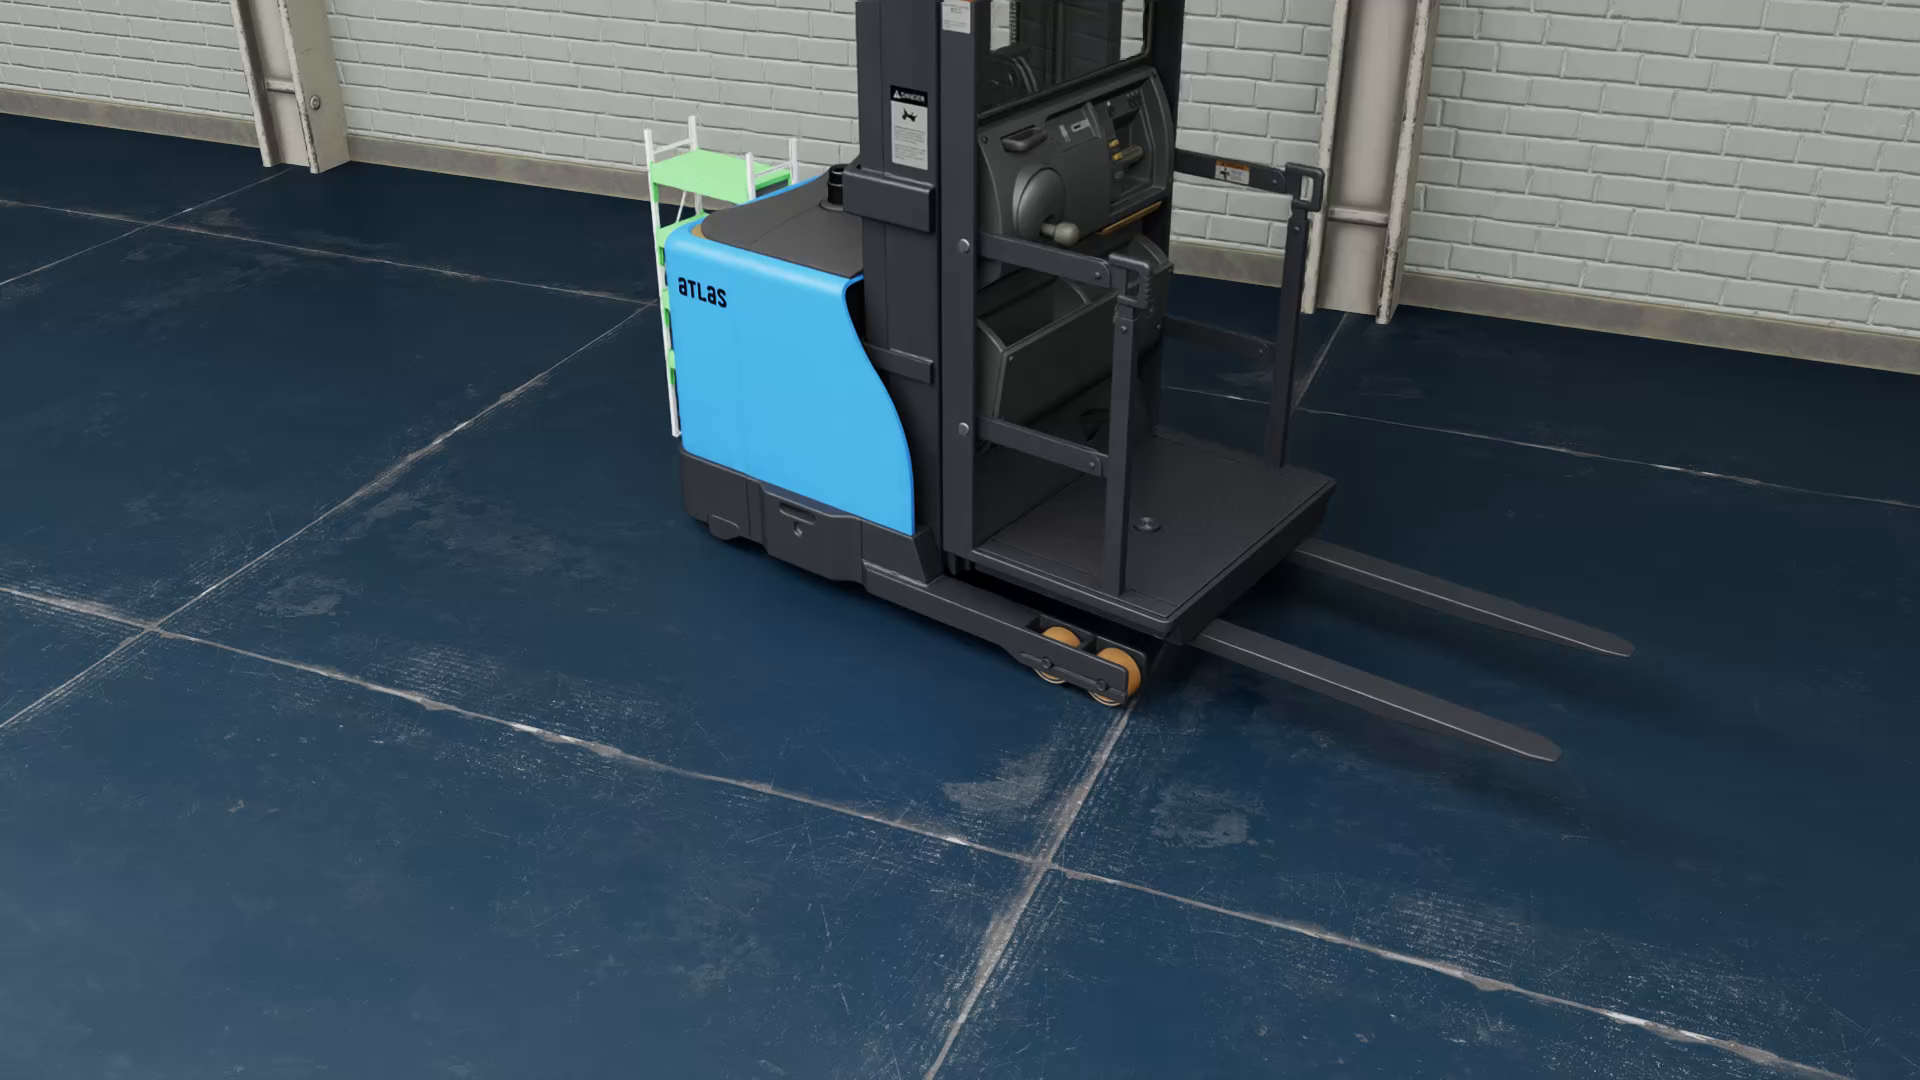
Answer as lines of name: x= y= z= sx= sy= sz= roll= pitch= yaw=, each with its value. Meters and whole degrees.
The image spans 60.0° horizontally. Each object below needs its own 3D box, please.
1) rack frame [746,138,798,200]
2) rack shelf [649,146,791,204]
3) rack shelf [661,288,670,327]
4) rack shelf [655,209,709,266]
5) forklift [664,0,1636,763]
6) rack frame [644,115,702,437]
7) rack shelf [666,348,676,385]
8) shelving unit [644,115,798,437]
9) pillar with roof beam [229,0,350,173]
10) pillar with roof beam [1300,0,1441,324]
rack frame: x=-0.647 y=-0.827 z=5.994 sx=0.015 sy=1.200 sz=0.240 roll=20 pitch=35 yaw=31
rack shelf: x=-0.842 y=-1.261 z=5.916 sx=0.480 sy=0.148 sz=0.258 roll=20 pitch=35 yaw=31
rack shelf: x=-0.842 y=-0.843 z=6.153 sx=0.480 sy=0.148 sz=0.258 roll=20 pitch=35 yaw=31
rack shelf: x=-0.842 y=-1.052 z=6.035 sx=0.480 sy=0.148 sz=0.258 roll=20 pitch=35 yaw=31
forklift: x=0.519 y=-1.086 z=4.693 sx=3.031 sy=2.935 sz=1.130 roll=20 pitch=35 yaw=31
rack frame: x=-1.038 y=-0.971 z=6.248 sx=0.015 sy=1.200 sz=0.240 roll=20 pitch=35 yaw=31
rack shelf: x=-0.842 y=-0.634 z=6.271 sx=0.480 sy=0.148 sz=0.258 roll=20 pitch=35 yaw=31
shelving unit: x=-0.842 y=-0.899 z=6.121 sx=0.503 sy=1.200 sz=0.258 roll=20 pitch=35 yaw=31
pillar with roof beam: x=-5.384 y=-4.138 z=3.926 sx=0.400 sy=9.000 sz=9.100 roll=11 pitch=31 yaw=19
pillar with roof beam: x=0.176 y=-3.028 z=1.963 sx=0.400 sy=9.000 sz=9.100 roll=11 pitch=31 yaw=19
